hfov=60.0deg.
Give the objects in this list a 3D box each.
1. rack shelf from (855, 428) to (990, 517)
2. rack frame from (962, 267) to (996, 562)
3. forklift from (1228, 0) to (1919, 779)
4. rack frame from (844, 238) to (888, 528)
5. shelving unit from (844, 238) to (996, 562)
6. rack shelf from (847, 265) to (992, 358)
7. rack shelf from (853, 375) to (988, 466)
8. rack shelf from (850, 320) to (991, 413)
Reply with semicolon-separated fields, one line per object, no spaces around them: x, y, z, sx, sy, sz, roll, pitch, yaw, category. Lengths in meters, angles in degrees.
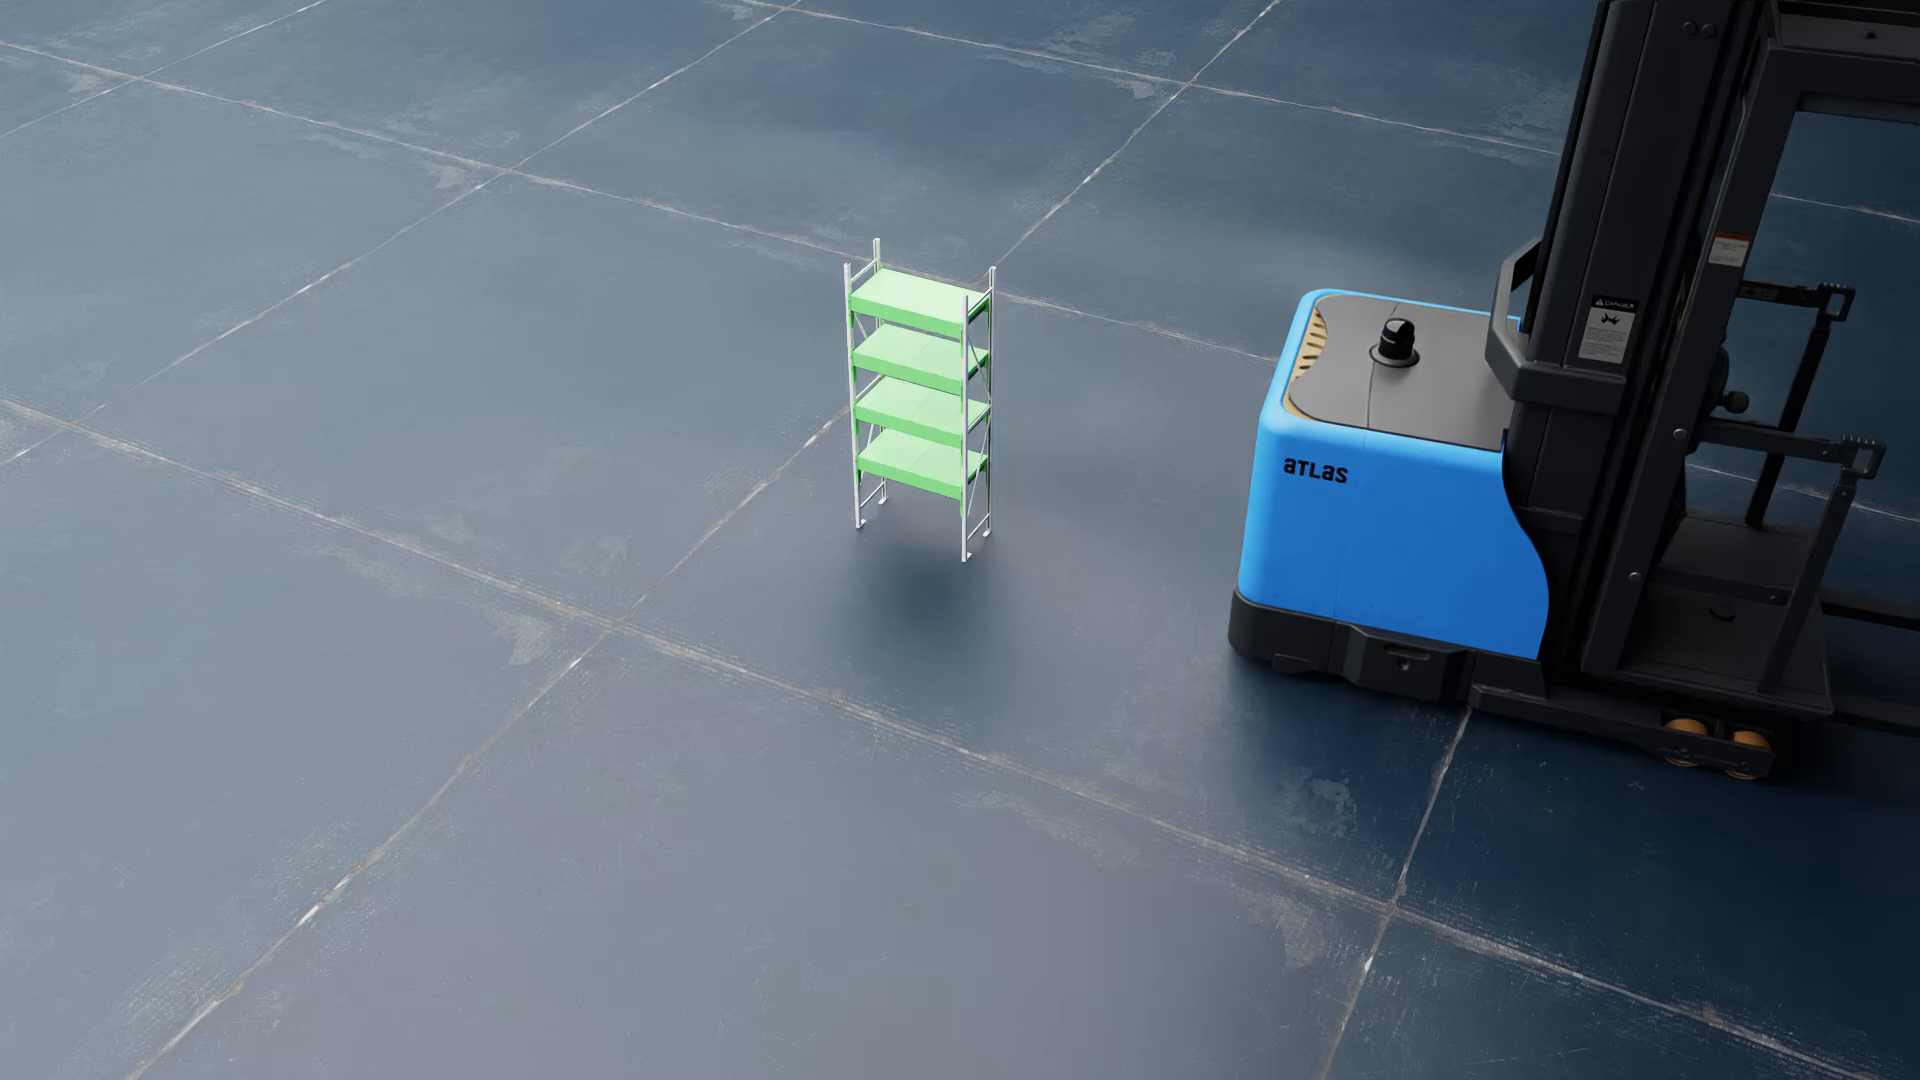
-0.147;-0.282;6.632;0.480;0.148;0.258;17;41;21;rack shelf
0.070;-0.456;6.358;0.015;1.200;0.240;17;41;21;rack frame
2.565;-0.714;5.266;3.031;2.935;1.130;11;39;15;forklift
-0.364;-0.592;6.537;0.015;1.200;0.240;17;41;21;rack frame
-0.147;-0.524;6.448;0.503;1.200;0.258;17;41;21;shelving unit
-0.147;-0.855;6.196;0.480;0.148;0.258;17;41;21;rack shelf
-0.147;-0.473;6.487;0.480;0.148;0.258;17;41;21;rack shelf
-0.147;-0.664;6.341;0.480;0.148;0.258;17;41;21;rack shelf
